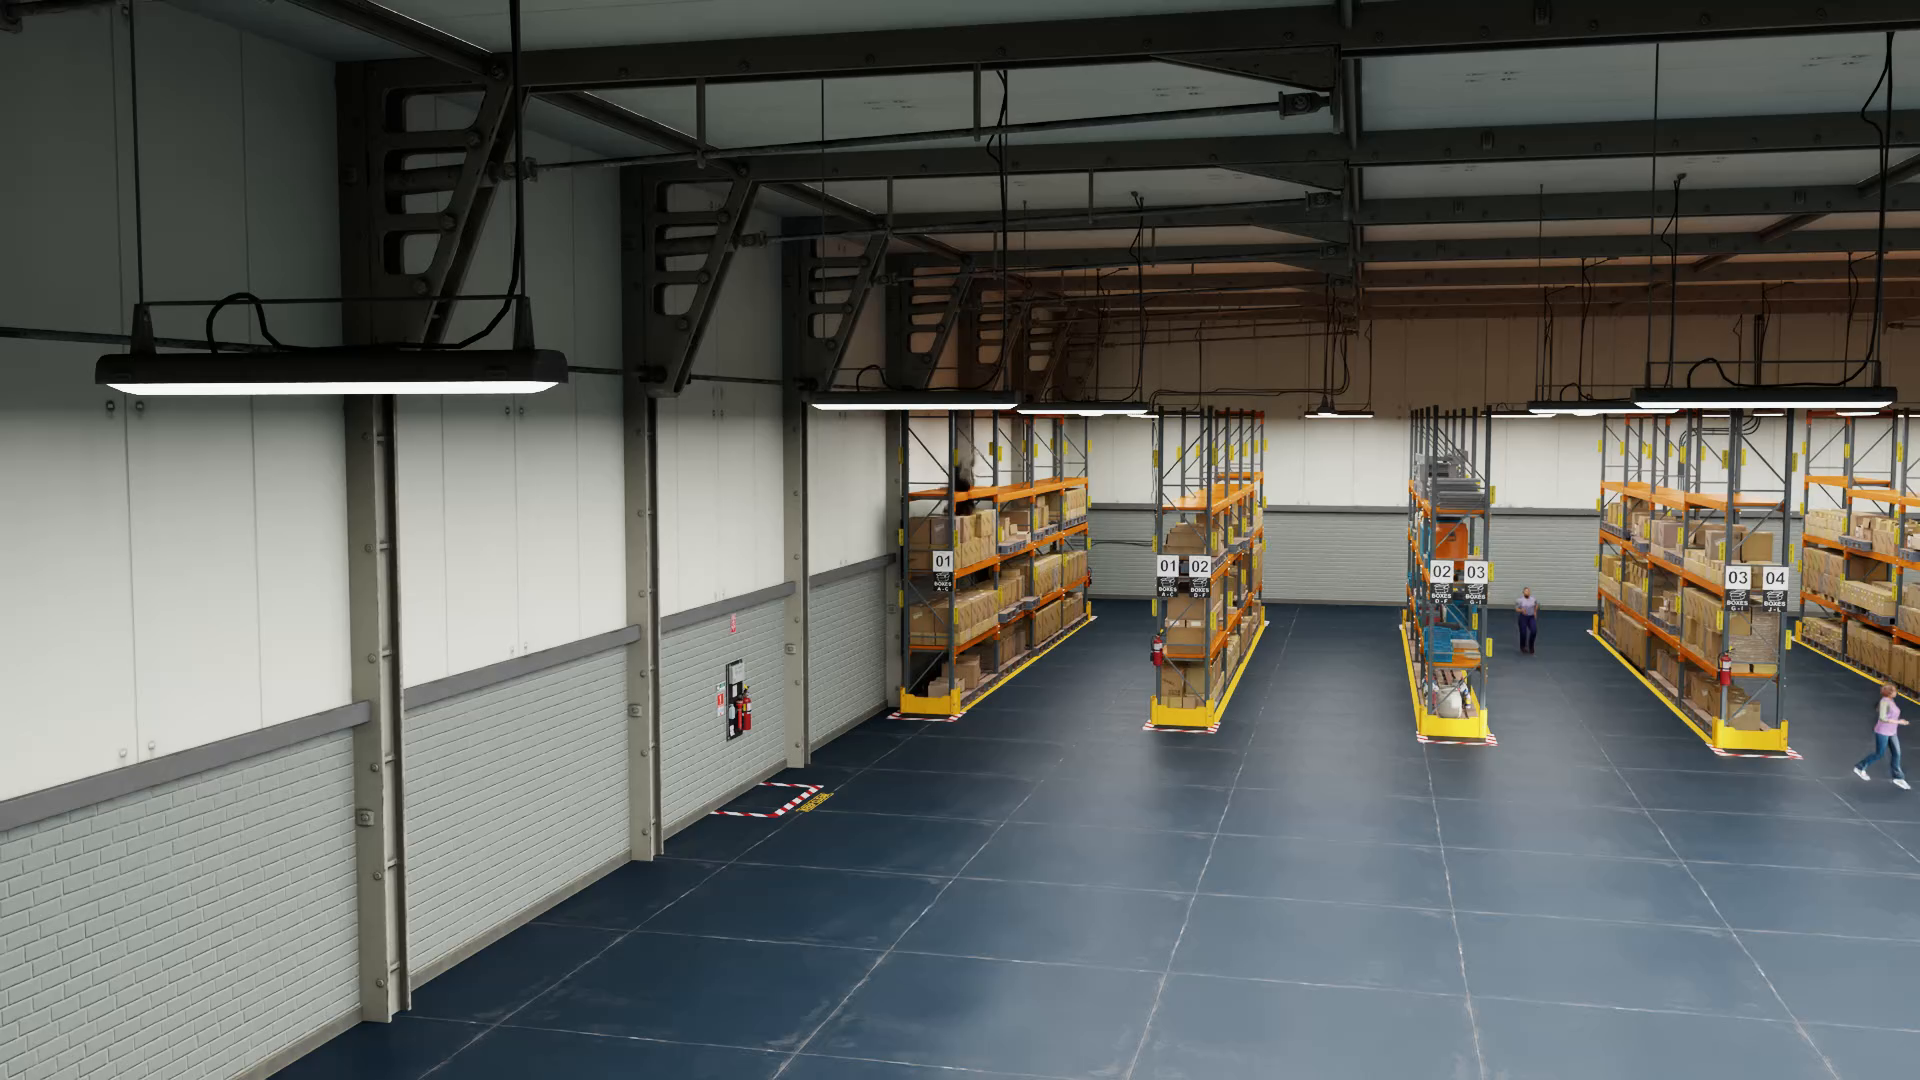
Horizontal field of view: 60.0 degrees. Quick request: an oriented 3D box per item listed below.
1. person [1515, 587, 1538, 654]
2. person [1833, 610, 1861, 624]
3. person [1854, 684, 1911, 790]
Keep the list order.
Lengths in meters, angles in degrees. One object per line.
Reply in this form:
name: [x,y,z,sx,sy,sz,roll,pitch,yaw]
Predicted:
person: [13.931,1.988,40.844,0.580,1.662,0.685,1,4,7]
person: [23.383,1.680,44.058,0.775,1.726,0.977,-3,5,-33]
person: [14.454,3.051,26.018,0.559,1.634,0.809,-4,5,-42]
